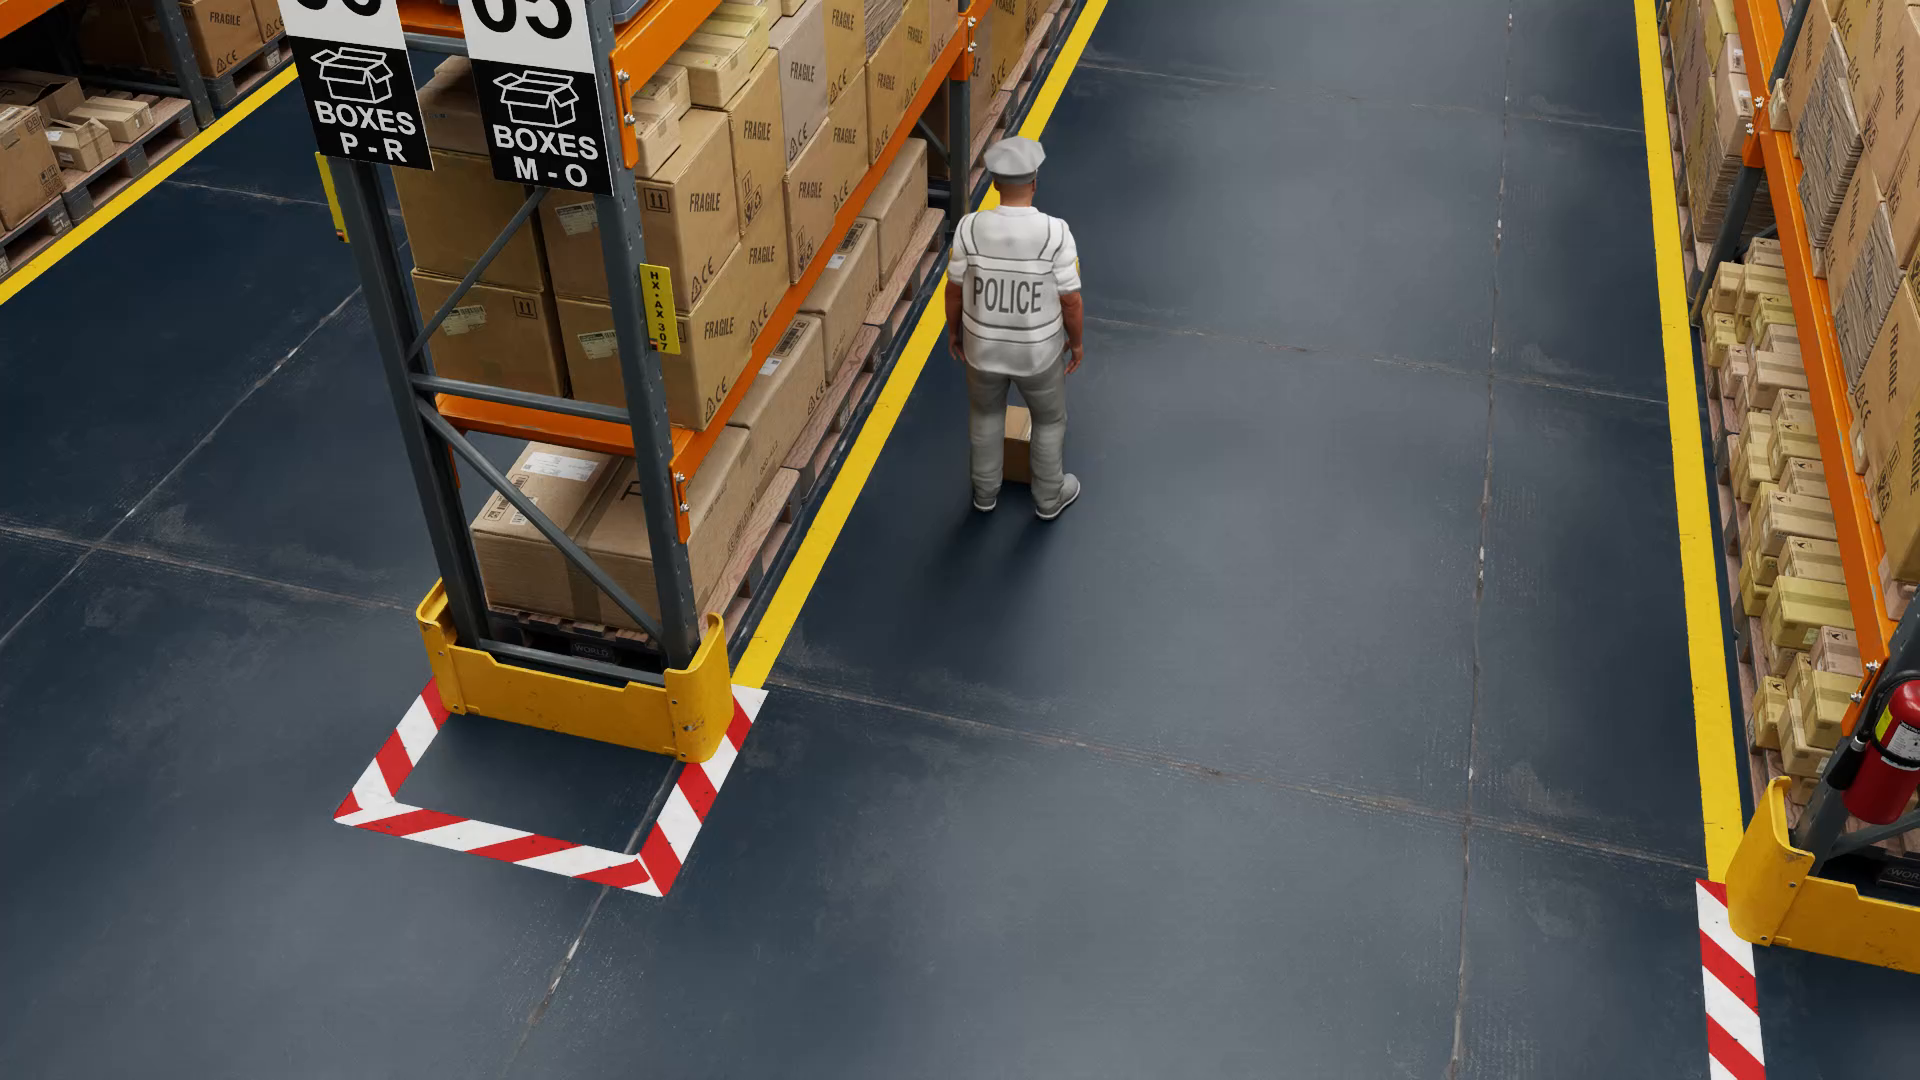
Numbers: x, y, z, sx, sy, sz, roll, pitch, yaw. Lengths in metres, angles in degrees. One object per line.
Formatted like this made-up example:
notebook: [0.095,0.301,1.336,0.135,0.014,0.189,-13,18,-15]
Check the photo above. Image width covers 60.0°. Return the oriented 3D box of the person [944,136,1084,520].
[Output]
person: [0.233,-0.841,7.125,0.605,1.751,0.428,8,41,9]
